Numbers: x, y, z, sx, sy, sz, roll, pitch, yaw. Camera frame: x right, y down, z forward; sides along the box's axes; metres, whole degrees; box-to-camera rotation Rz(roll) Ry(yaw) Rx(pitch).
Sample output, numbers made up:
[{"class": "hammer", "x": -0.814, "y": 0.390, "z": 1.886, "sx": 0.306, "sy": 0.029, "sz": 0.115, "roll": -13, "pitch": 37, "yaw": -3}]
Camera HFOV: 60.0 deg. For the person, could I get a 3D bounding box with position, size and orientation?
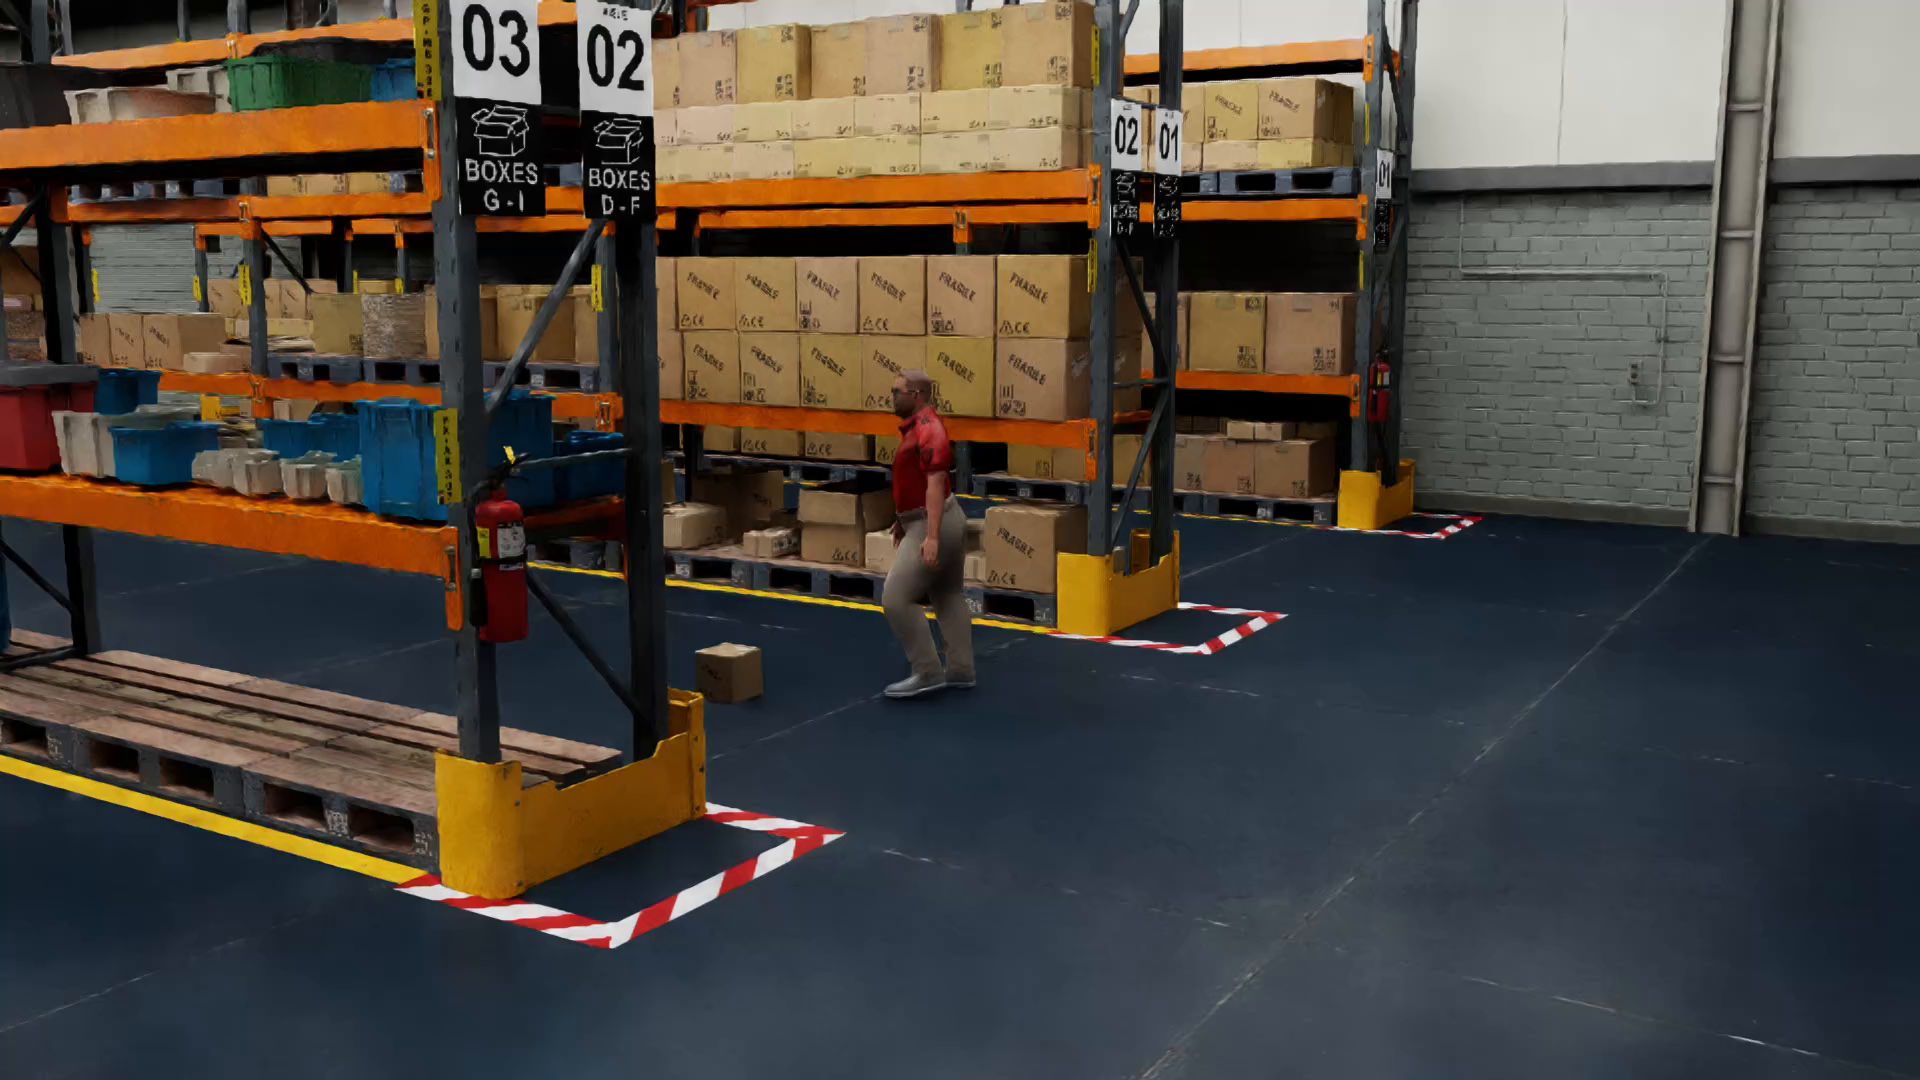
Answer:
[{"class": "person", "x": -0.166, "y": -0.037, "z": 8.649, "sx": 0.483, "sy": 1.706, "sz": 0.667, "roll": 1, "pitch": 9, "yaw": 5}]
